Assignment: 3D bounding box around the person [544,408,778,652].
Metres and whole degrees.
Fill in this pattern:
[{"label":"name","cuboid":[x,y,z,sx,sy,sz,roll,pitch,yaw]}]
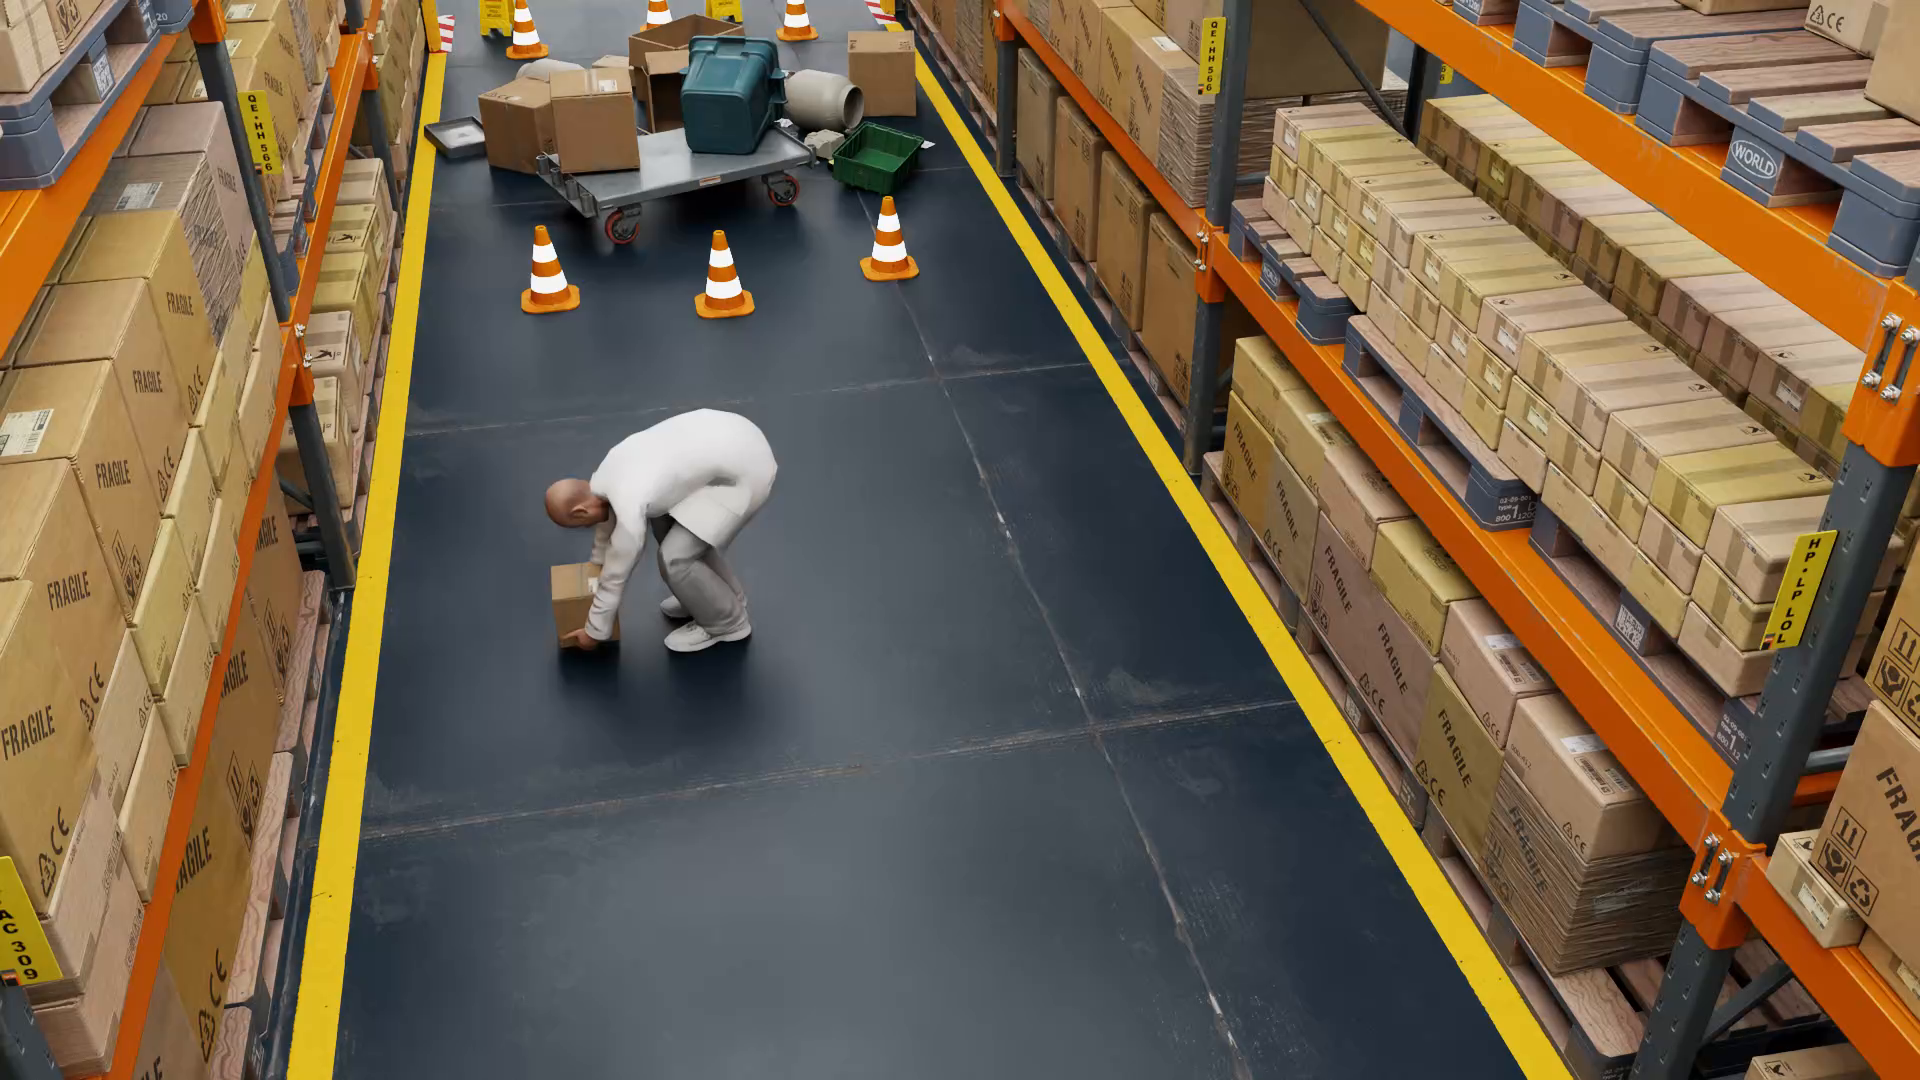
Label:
[{"label":"person","cuboid":[-1.221,-0.029,6.885,0.960,1.008,0.578,-9,35,-13]}]
